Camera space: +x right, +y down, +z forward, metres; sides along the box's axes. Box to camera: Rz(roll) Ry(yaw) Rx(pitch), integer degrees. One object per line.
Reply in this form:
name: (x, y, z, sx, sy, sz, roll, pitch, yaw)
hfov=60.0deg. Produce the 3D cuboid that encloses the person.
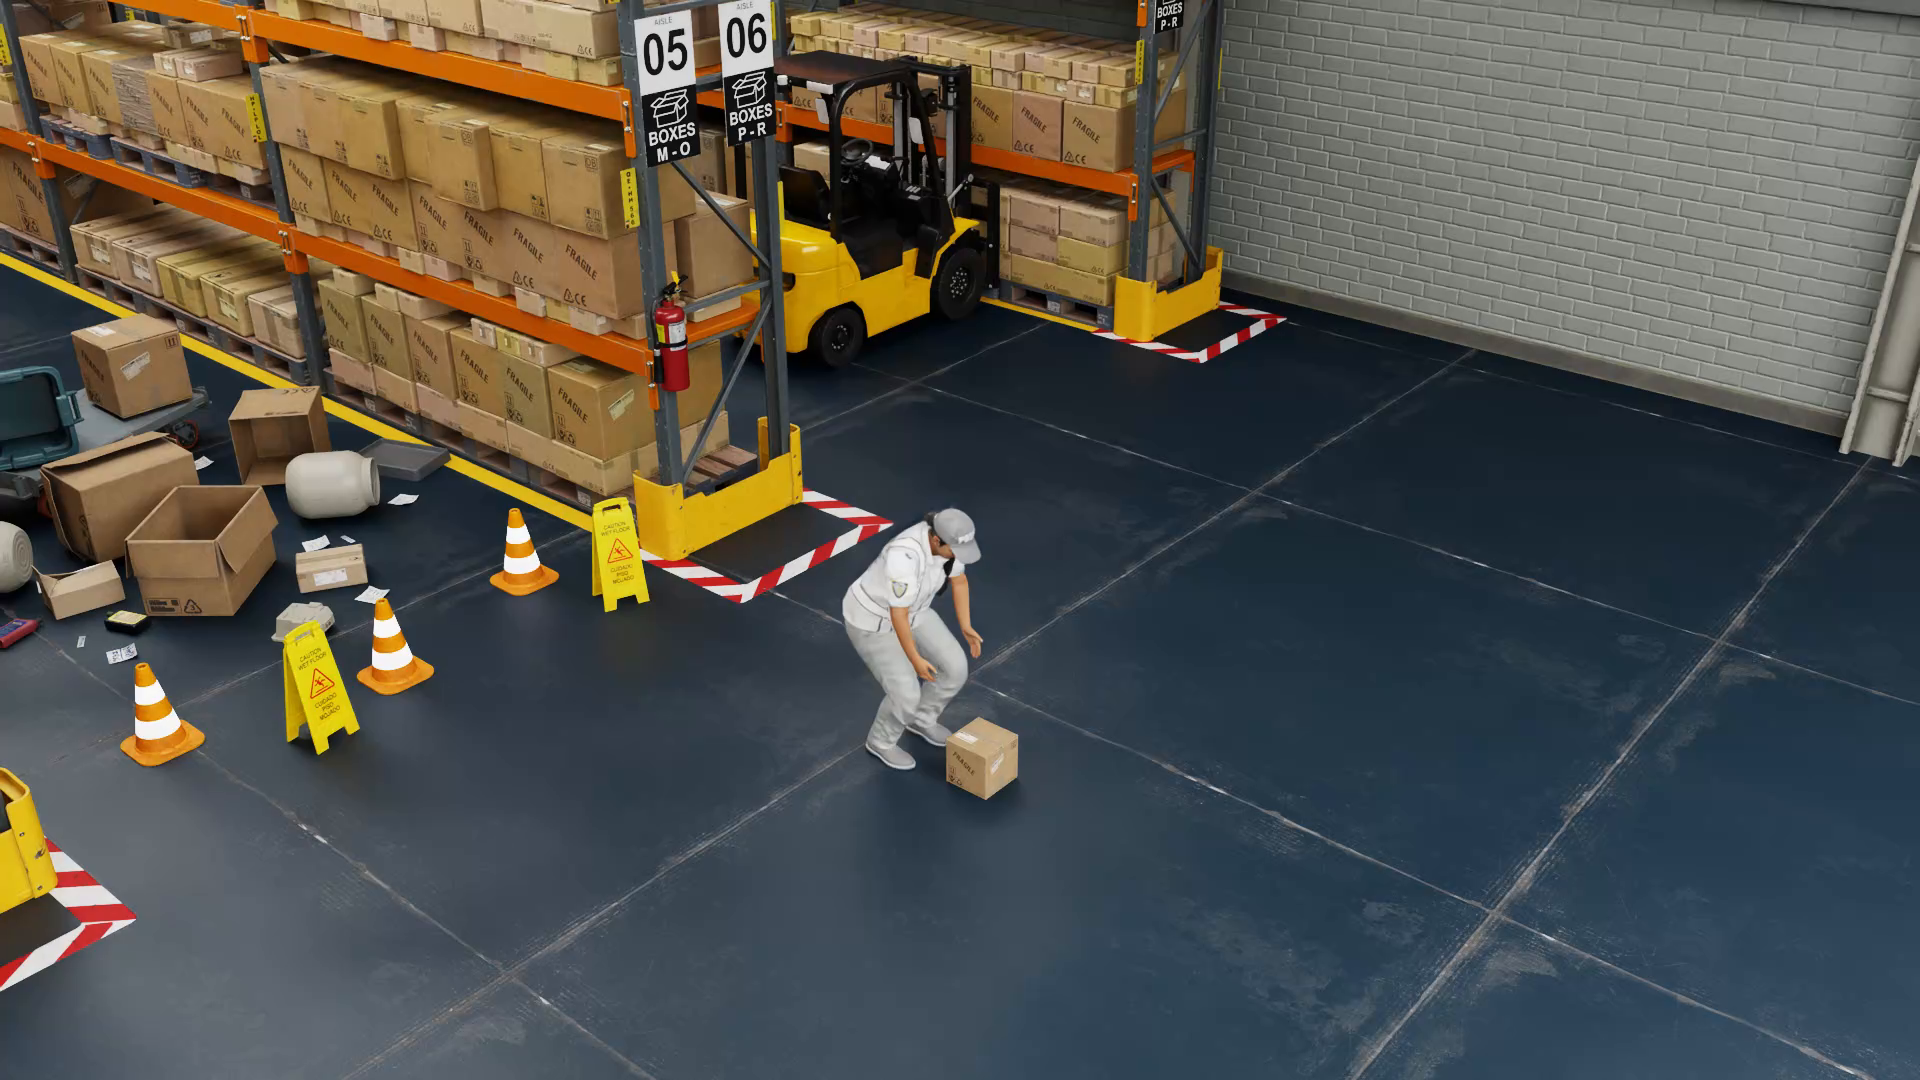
person: (-0.204, 0.423, 8.098, 0.710, 1.406, 0.533, 21, 34, 35)
